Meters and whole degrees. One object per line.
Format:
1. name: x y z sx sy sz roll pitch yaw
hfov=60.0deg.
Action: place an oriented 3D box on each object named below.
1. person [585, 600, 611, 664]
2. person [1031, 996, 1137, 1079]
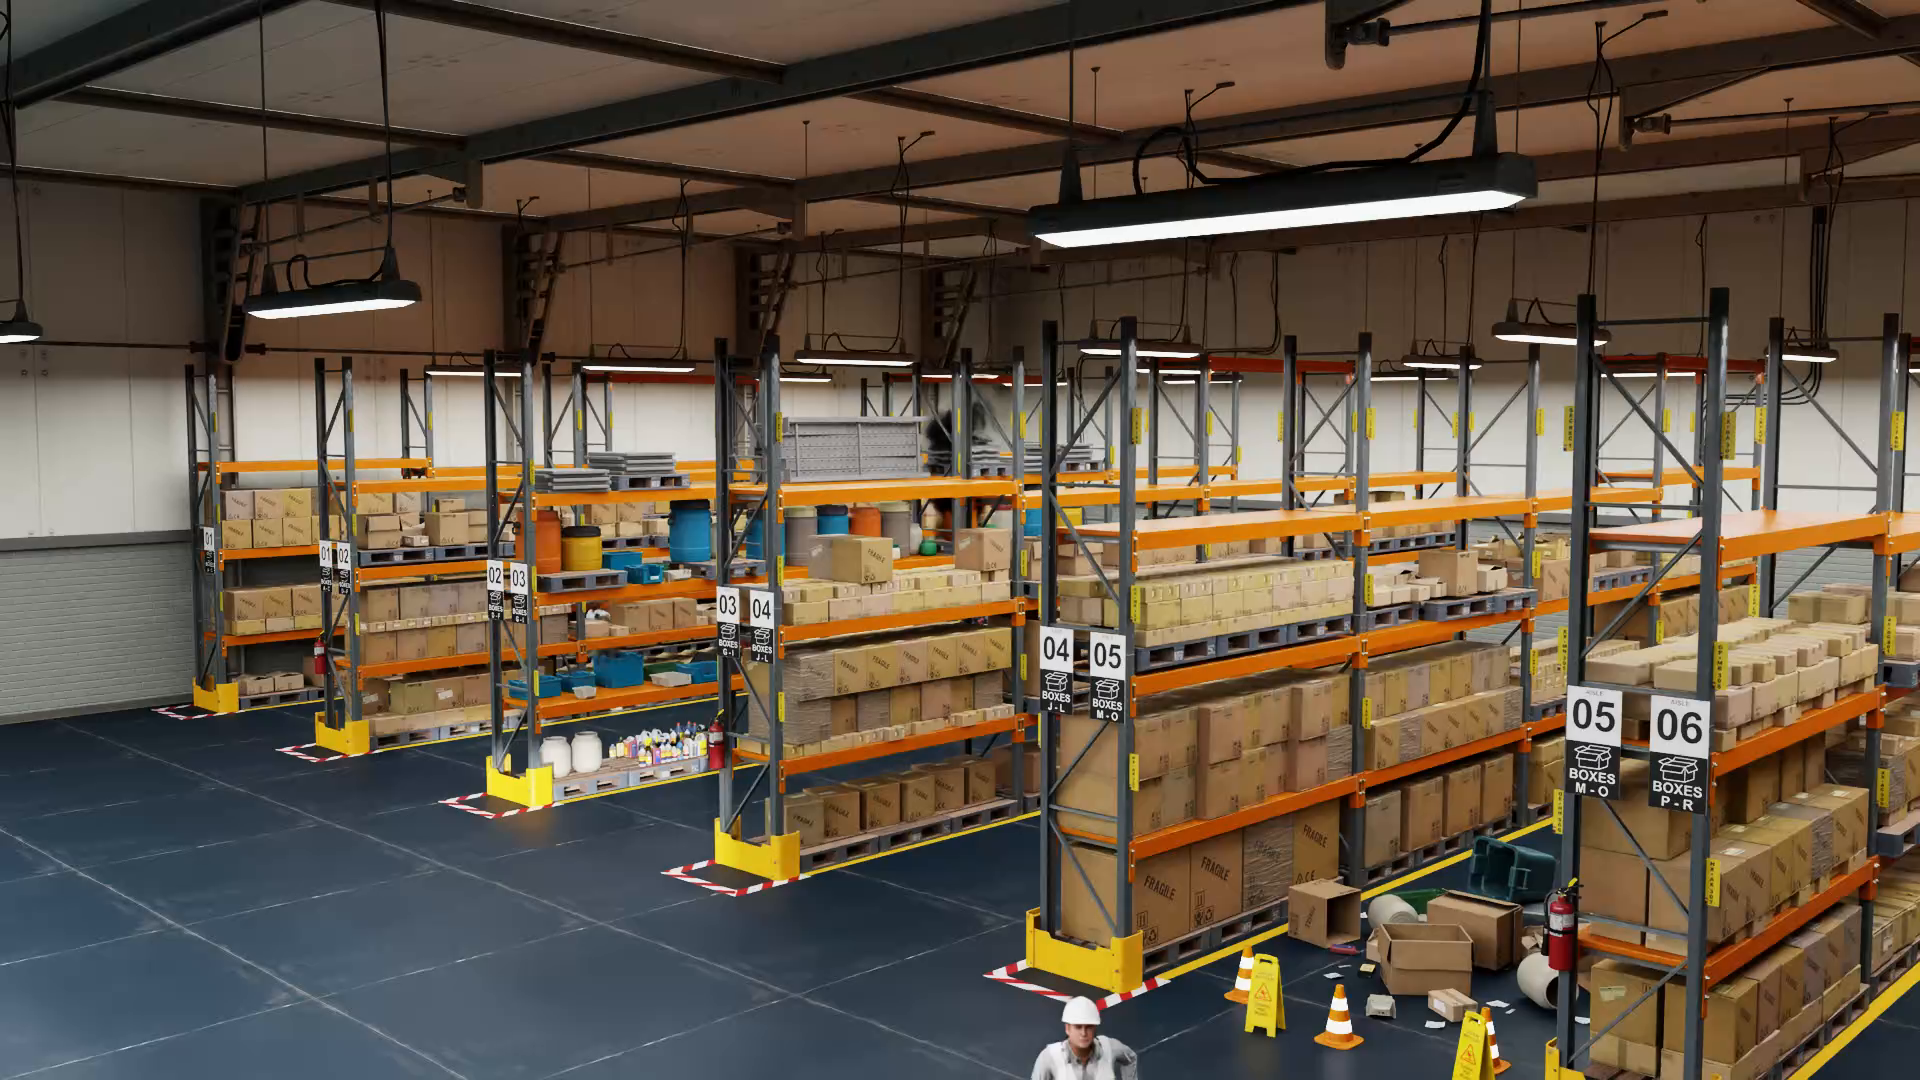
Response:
1. person: -6.916 1.896 31.622 0.580 1.690 0.904 3 5 31
2. person: 0.719 3.542 9.793 0.678 1.814 0.853 0 4 0
